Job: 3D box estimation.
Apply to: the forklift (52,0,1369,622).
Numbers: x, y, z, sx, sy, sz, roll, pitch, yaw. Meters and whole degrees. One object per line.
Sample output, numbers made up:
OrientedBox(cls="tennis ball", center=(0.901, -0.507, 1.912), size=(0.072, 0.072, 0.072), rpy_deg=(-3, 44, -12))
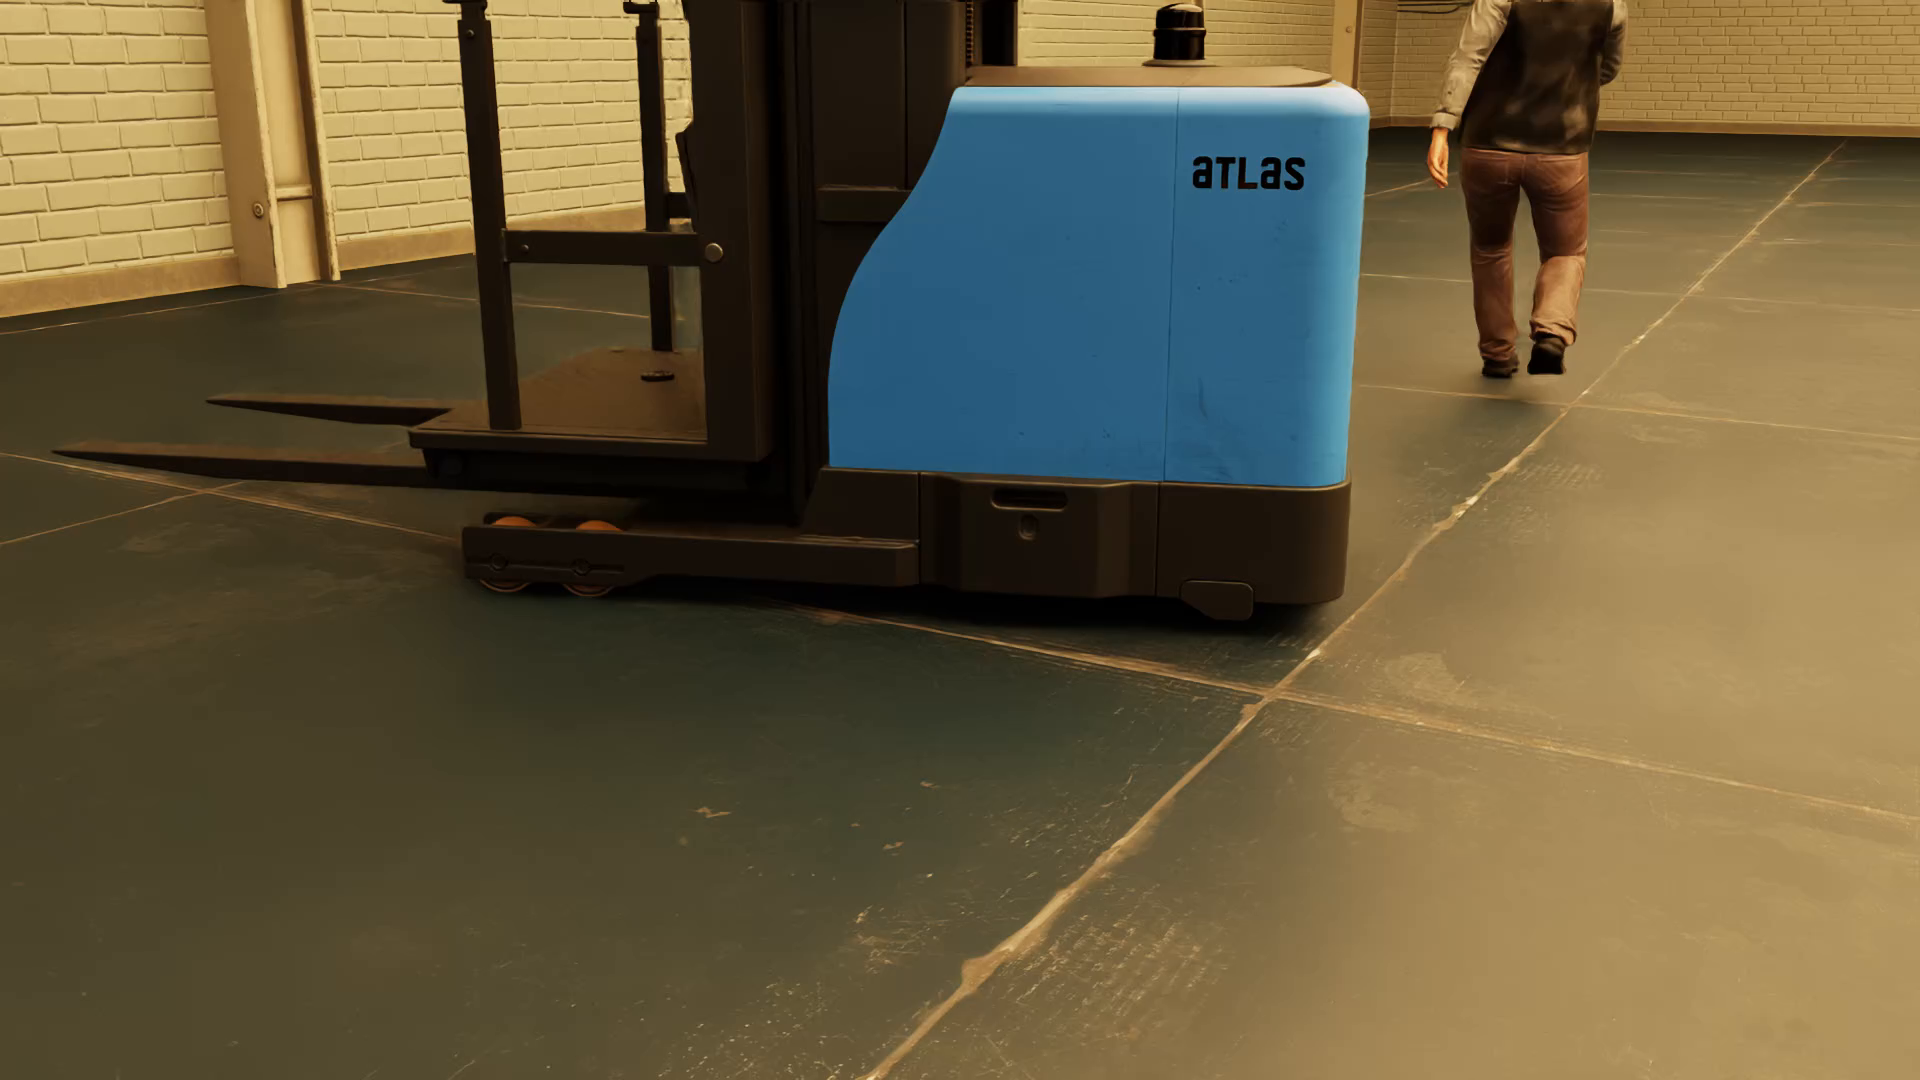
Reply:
OrientedBox(cls="forklift", center=(-0.627, -1.423, 3.683), size=(3.031, 2.935, 1.130), rpy_deg=(3, 17, 10))

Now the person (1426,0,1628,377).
OrientedBox(cls="person", center=(1.935, -1.346, 5.729), size=(0.601, 1.648, 0.760), rpy_deg=(5, 17, 17))
